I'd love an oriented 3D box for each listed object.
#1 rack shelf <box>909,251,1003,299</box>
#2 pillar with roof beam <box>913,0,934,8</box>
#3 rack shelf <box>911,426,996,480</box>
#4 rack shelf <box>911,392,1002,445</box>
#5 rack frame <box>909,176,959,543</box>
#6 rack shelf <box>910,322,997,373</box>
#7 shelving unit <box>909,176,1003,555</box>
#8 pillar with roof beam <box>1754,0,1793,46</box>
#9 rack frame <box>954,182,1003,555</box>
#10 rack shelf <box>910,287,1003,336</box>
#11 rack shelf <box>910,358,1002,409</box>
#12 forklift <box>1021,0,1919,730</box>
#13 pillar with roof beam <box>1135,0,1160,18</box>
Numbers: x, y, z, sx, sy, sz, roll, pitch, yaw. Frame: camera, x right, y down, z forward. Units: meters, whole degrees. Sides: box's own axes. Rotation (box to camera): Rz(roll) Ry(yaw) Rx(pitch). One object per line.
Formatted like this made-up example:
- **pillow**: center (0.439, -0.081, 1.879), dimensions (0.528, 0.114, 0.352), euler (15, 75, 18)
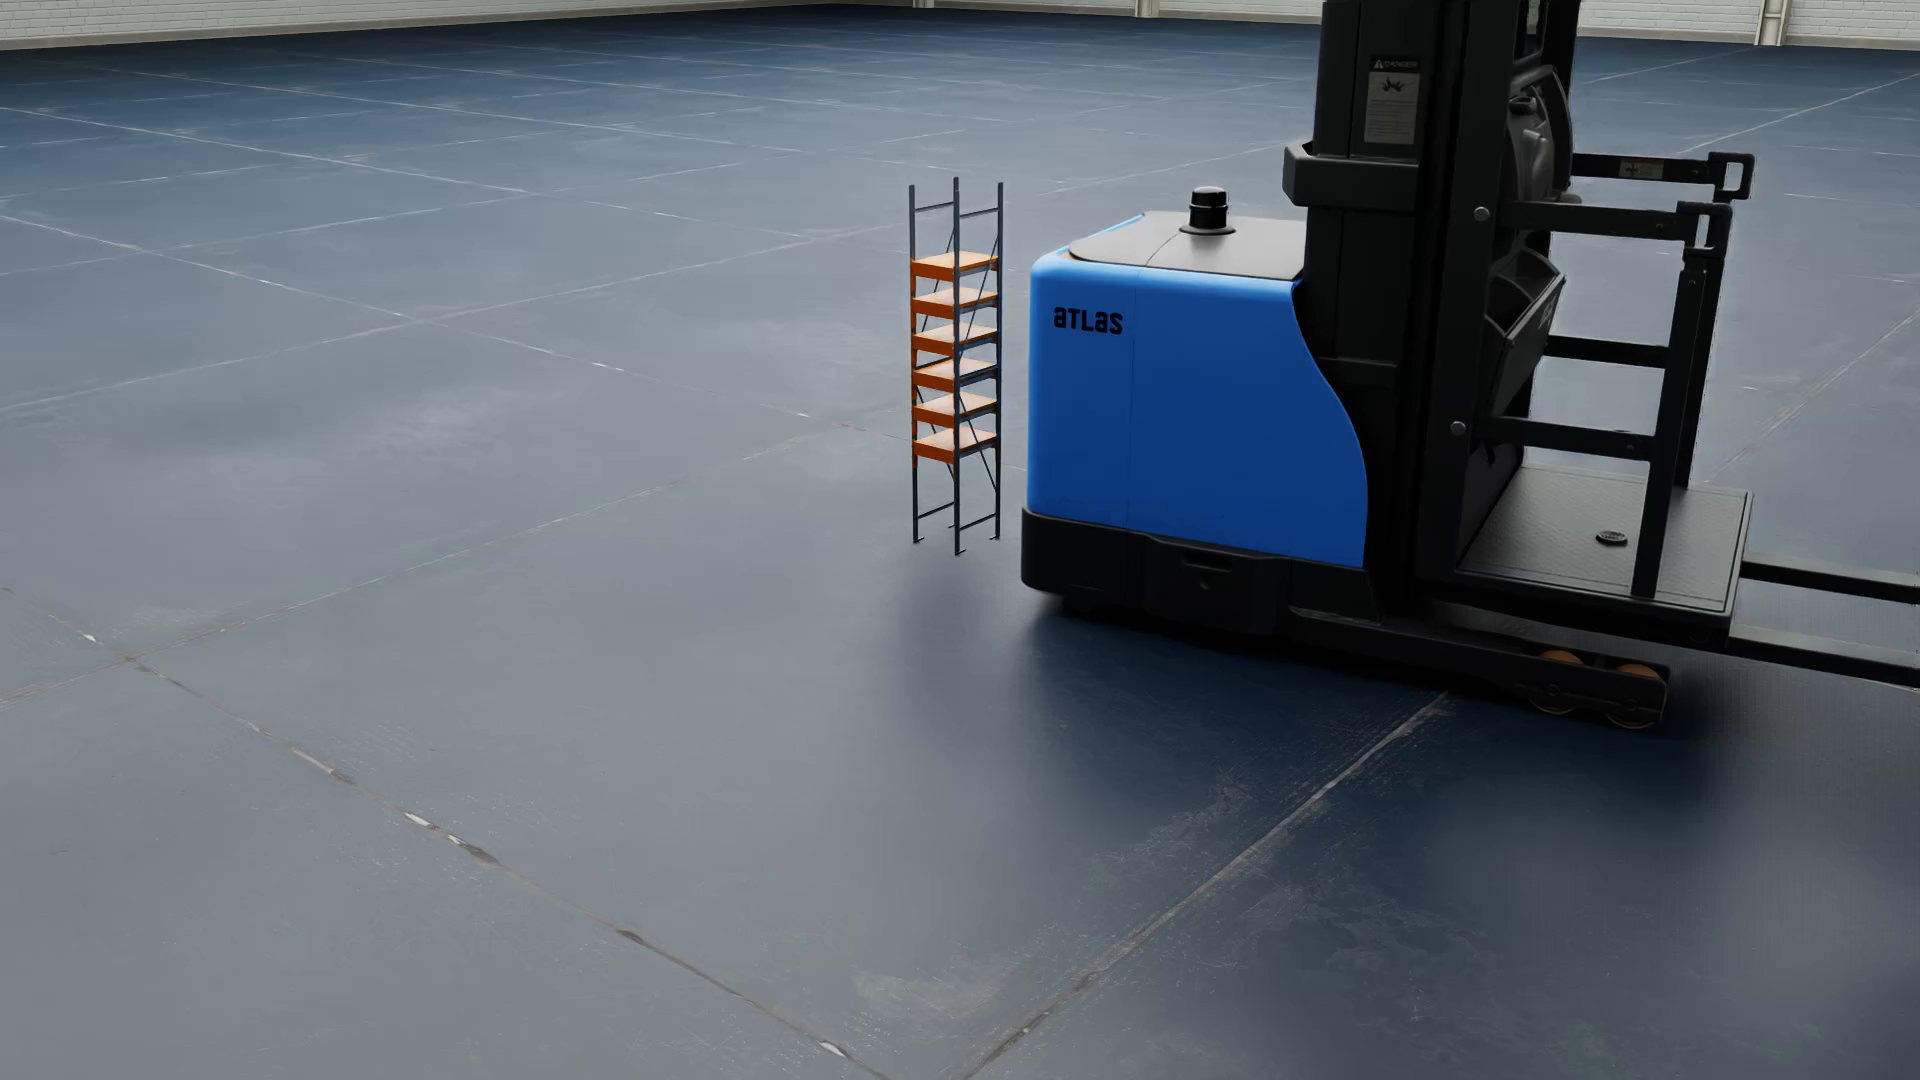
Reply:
- **rack shelf**: center (-0.011, -0.860, 5.354), dimensions (0.180, 0.103, 0.258), euler (16, 26, 36)
- **pillar with roof beam**: center (-3.540, -15.080, 32.904), dimensions (0.400, 9.000, 9.100), euler (16, 26, 36)
- **rack shelf**: center (-0.011, -0.298, 5.565), dimensions (0.180, 0.103, 0.258), euler (16, 26, 36)
- **rack shelf**: center (-0.011, -0.411, 5.523), dimensions (0.180, 0.103, 0.258), euler (16, 26, 36)
- **rack frame**: center (-0.082, -0.585, 5.519), dimensions (0.006, 1.200, 0.240), euler (16, 26, 36)
- **rack shelf**: center (-0.011, -0.635, 5.438), dimensions (0.180, 0.103, 0.258), euler (16, 26, 36)
- **shelving unit**: center (-0.011, -0.565, 5.465), dimensions (0.189, 1.200, 0.258), euler (16, 26, 36)
- **pillar with roof beam**: center (10.405, -11.064, 22.254), dimensions (0.400, 9.000, 9.100), euler (16, 26, 36)
- **rack frame**: center (0.060, -0.544, 5.411), dimensions (0.006, 1.200, 0.240), euler (16, 26, 36)
- **rack shelf**: center (-0.011, -0.748, 5.396), dimensions (0.180, 0.103, 0.258), euler (16, 26, 36)
- **rack shelf**: center (-0.011, -0.523, 5.481), dimensions (0.180, 0.103, 0.258), euler (16, 26, 36)
- **forklift**: center (1.740, -1.090, 4.404), dimensions (3.031, 2.935, 1.130), euler (10, 23, 25)
- **pillar with roof beam**: center (1.108, -13.741, 29.354), dimensions (0.400, 9.000, 9.100), euler (16, 26, 36)
